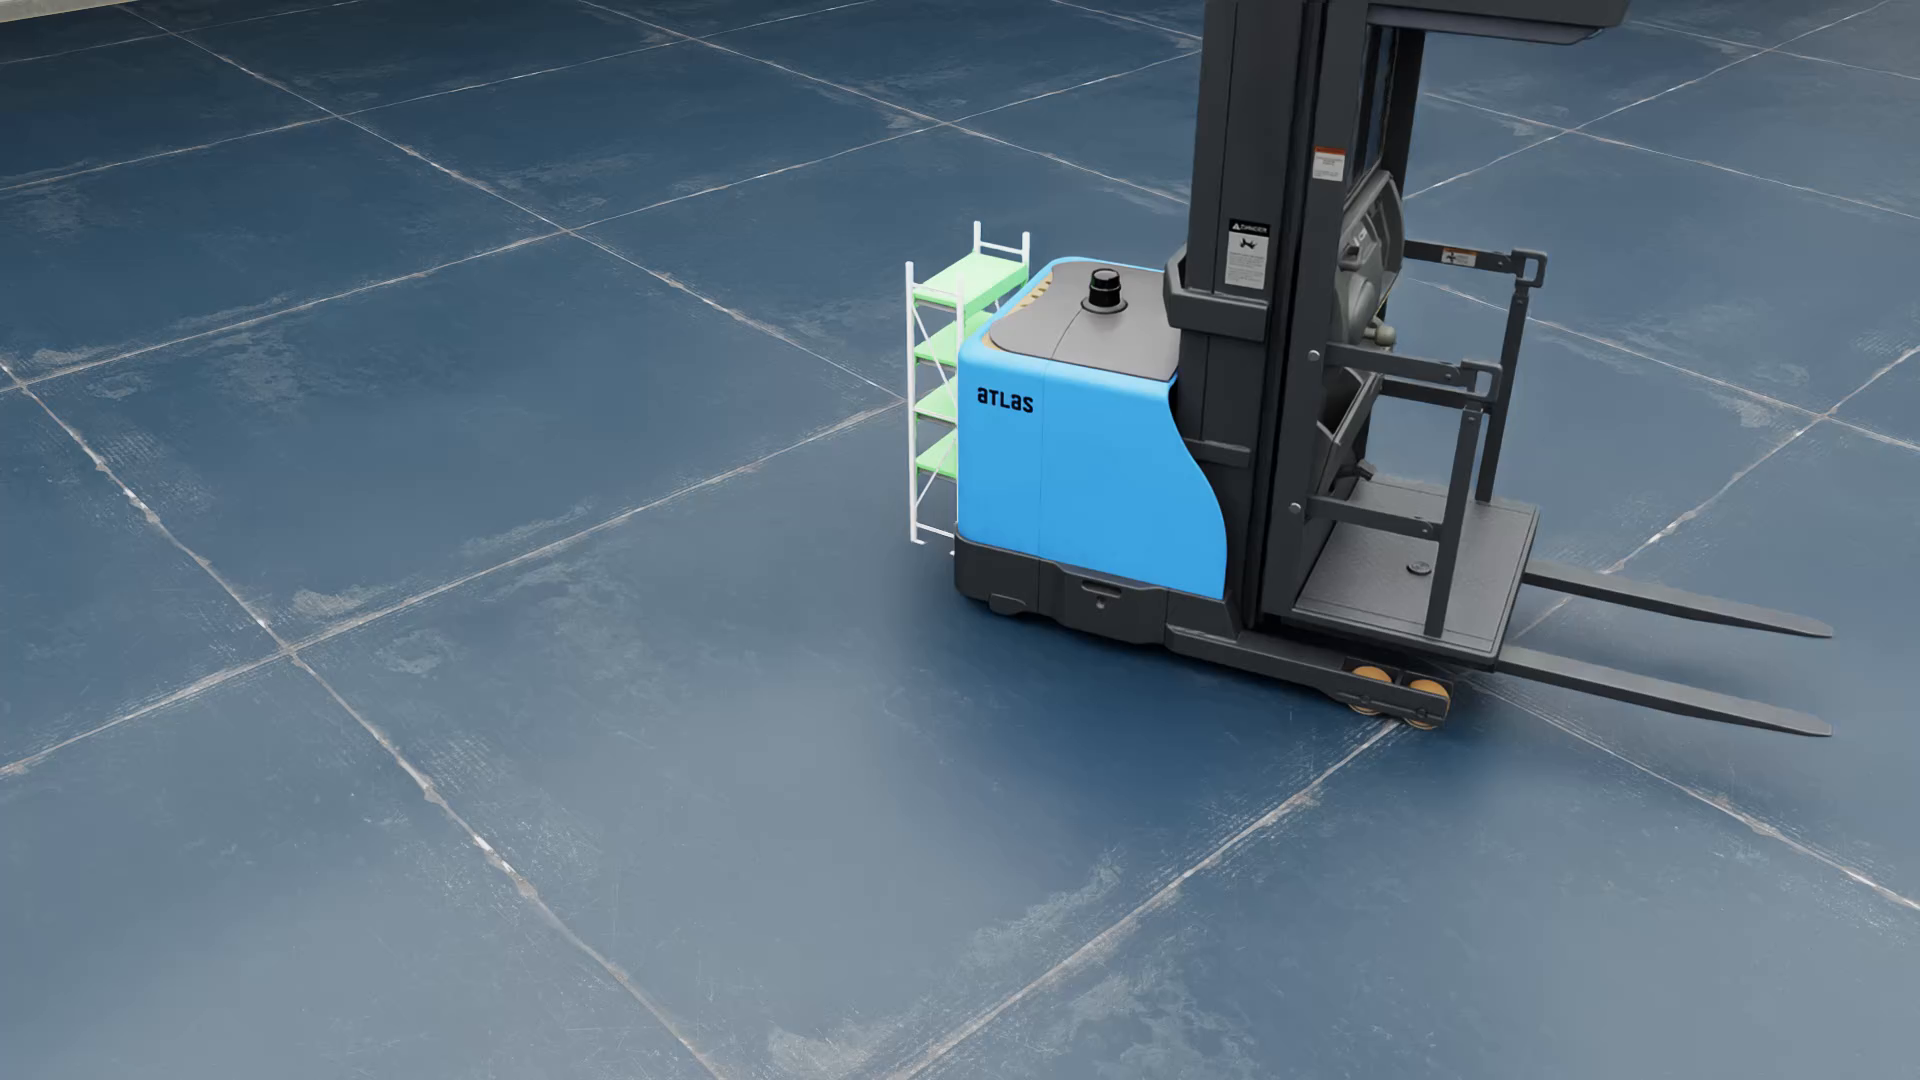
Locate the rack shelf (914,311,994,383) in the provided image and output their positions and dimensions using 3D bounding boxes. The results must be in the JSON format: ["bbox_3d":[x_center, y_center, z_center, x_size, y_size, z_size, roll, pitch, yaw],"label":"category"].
[{"bbox_3d":[0.034,-0.736,6.466,0.258,0.148,0.480,18,36,26],"label":"rack shelf"}]

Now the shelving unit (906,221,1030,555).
[{"bbox_3d":[0.034,-0.586,6.558,0.258,1.200,0.503,18,36,26],"label":"shelving unit"}]

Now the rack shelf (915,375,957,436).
[{"bbox_3d":[0.034,-0.531,6.591,0.258,0.148,0.480,18,36,26],"label":"rack shelf"}]

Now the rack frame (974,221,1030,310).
[{"bbox_3d":[0.160,-0.695,6.736,0.240,1.200,0.015,18,36,26],"label":"rack frame"}]

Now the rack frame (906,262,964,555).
[{"bbox_3d":[-0.092,-0.477,6.380,0.240,1.200,0.015,18,36,26],"label":"rack frame"}]

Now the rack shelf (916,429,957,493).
[{"bbox_3d":[0.034,-0.327,6.717,0.258,0.148,0.480,18,36,26],"label":"rack shelf"}]

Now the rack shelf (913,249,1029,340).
[{"bbox_3d":[0.034,-0.941,6.341,0.258,0.148,0.480,18,36,26],"label":"rack shelf"}]

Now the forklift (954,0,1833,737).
[{"bbox_3d":[1.539,-0.920,5.445,3.031,2.935,1.130,13,34,21],"label":"forklift"}]
